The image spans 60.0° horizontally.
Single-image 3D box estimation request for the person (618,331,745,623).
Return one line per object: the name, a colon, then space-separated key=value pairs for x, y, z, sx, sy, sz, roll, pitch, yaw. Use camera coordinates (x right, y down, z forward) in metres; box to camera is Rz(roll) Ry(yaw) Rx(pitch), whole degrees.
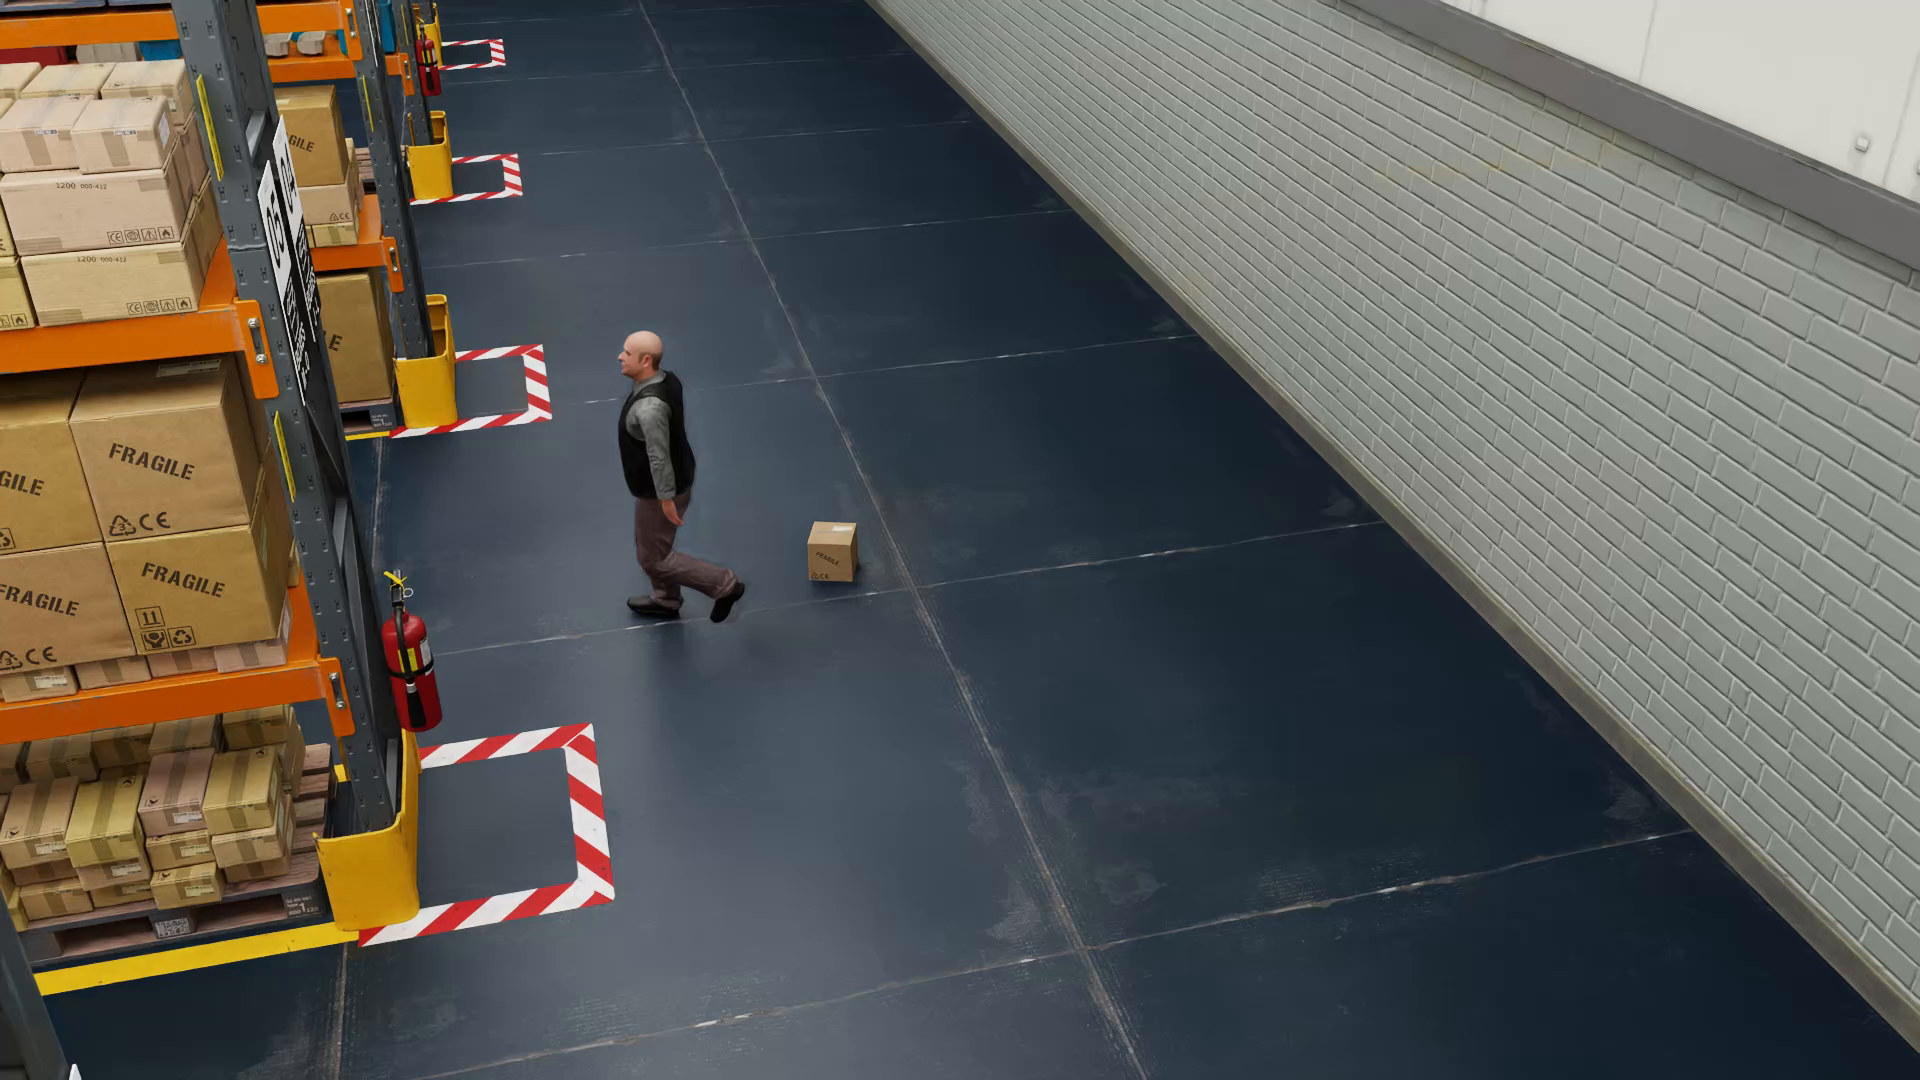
person: x=-1.505 y=-0.284 z=8.745 sx=0.695 sy=1.708 sz=0.540 roll=-1 pitch=30 yaw=-1
